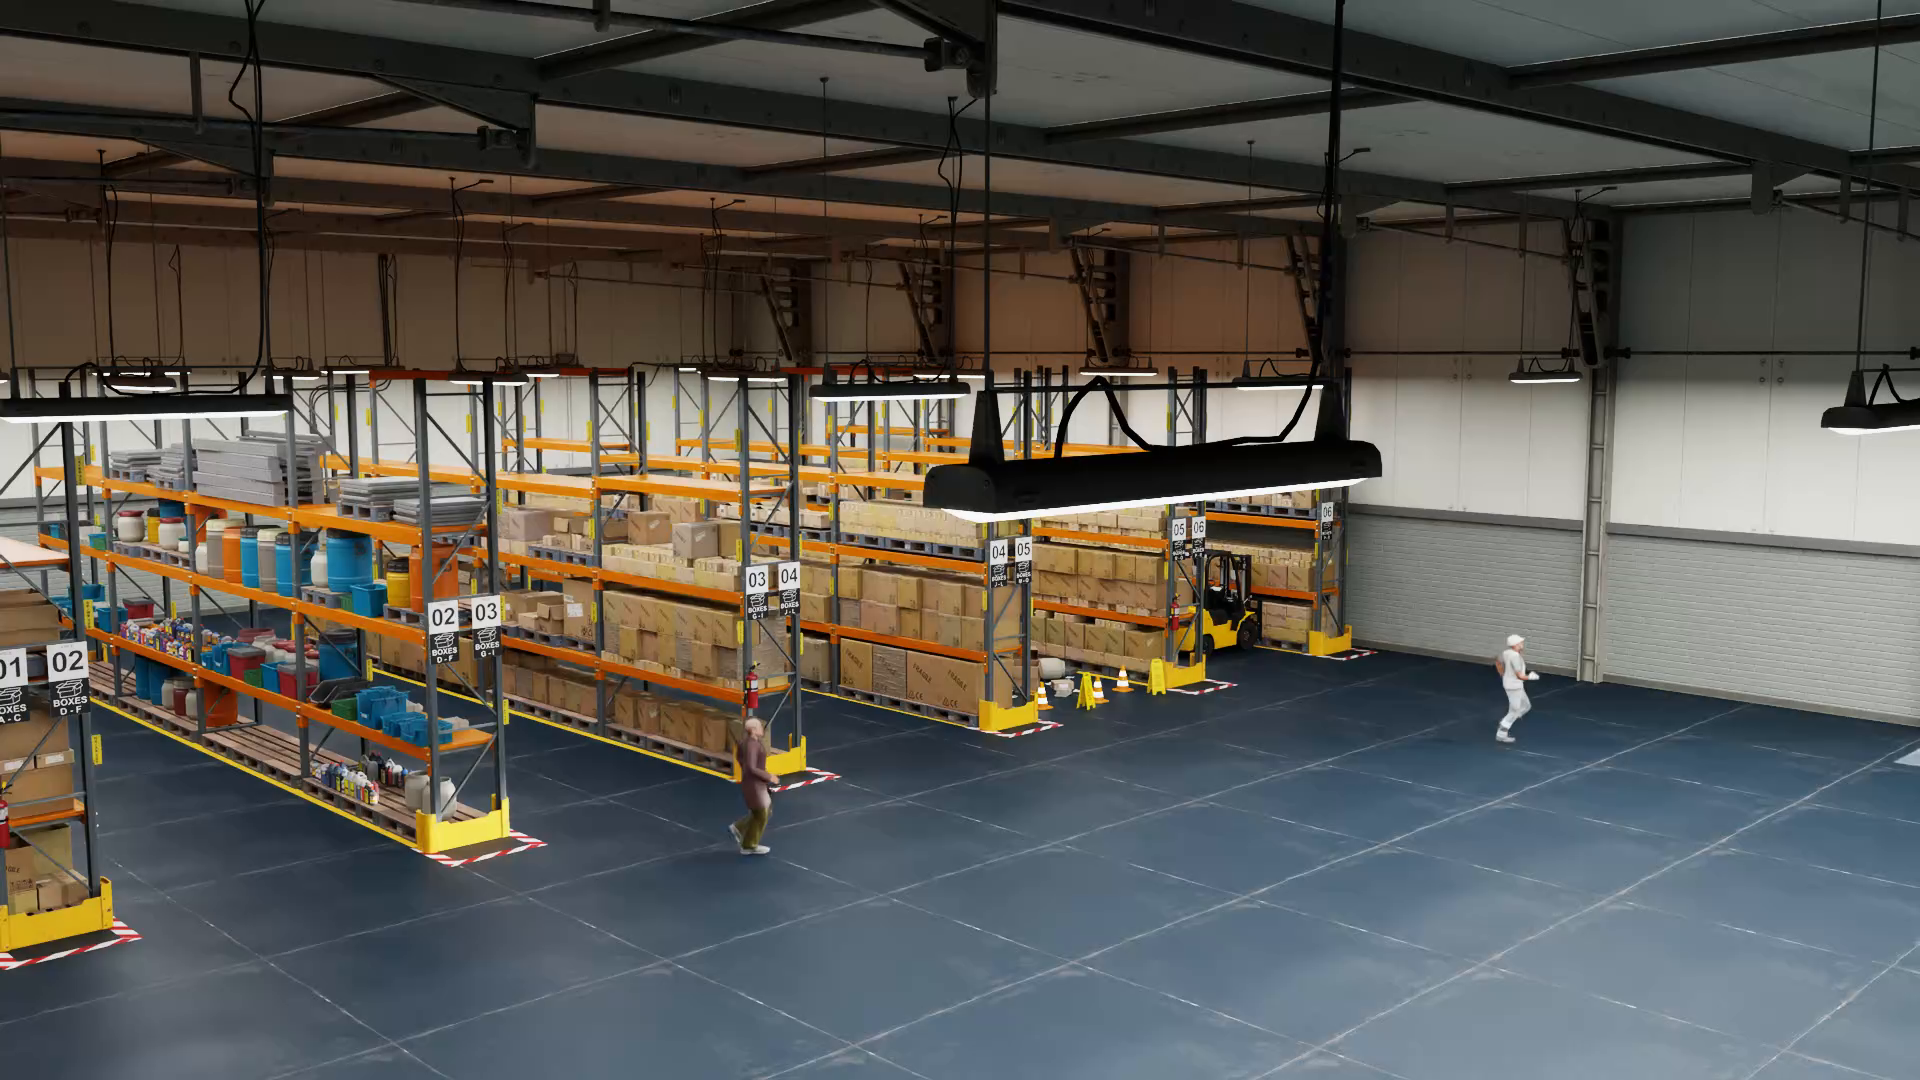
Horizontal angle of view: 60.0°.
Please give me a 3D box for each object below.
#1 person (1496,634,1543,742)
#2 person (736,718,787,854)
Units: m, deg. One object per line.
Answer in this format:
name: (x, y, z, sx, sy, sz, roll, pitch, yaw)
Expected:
person: (9.070, 2.402, 26.946, 0.684, 1.786, 0.677, 1, 7, 9)
person: (-2.510, 3.097, 20.957, 0.627, 1.738, 0.721, -1, 7, -12)
